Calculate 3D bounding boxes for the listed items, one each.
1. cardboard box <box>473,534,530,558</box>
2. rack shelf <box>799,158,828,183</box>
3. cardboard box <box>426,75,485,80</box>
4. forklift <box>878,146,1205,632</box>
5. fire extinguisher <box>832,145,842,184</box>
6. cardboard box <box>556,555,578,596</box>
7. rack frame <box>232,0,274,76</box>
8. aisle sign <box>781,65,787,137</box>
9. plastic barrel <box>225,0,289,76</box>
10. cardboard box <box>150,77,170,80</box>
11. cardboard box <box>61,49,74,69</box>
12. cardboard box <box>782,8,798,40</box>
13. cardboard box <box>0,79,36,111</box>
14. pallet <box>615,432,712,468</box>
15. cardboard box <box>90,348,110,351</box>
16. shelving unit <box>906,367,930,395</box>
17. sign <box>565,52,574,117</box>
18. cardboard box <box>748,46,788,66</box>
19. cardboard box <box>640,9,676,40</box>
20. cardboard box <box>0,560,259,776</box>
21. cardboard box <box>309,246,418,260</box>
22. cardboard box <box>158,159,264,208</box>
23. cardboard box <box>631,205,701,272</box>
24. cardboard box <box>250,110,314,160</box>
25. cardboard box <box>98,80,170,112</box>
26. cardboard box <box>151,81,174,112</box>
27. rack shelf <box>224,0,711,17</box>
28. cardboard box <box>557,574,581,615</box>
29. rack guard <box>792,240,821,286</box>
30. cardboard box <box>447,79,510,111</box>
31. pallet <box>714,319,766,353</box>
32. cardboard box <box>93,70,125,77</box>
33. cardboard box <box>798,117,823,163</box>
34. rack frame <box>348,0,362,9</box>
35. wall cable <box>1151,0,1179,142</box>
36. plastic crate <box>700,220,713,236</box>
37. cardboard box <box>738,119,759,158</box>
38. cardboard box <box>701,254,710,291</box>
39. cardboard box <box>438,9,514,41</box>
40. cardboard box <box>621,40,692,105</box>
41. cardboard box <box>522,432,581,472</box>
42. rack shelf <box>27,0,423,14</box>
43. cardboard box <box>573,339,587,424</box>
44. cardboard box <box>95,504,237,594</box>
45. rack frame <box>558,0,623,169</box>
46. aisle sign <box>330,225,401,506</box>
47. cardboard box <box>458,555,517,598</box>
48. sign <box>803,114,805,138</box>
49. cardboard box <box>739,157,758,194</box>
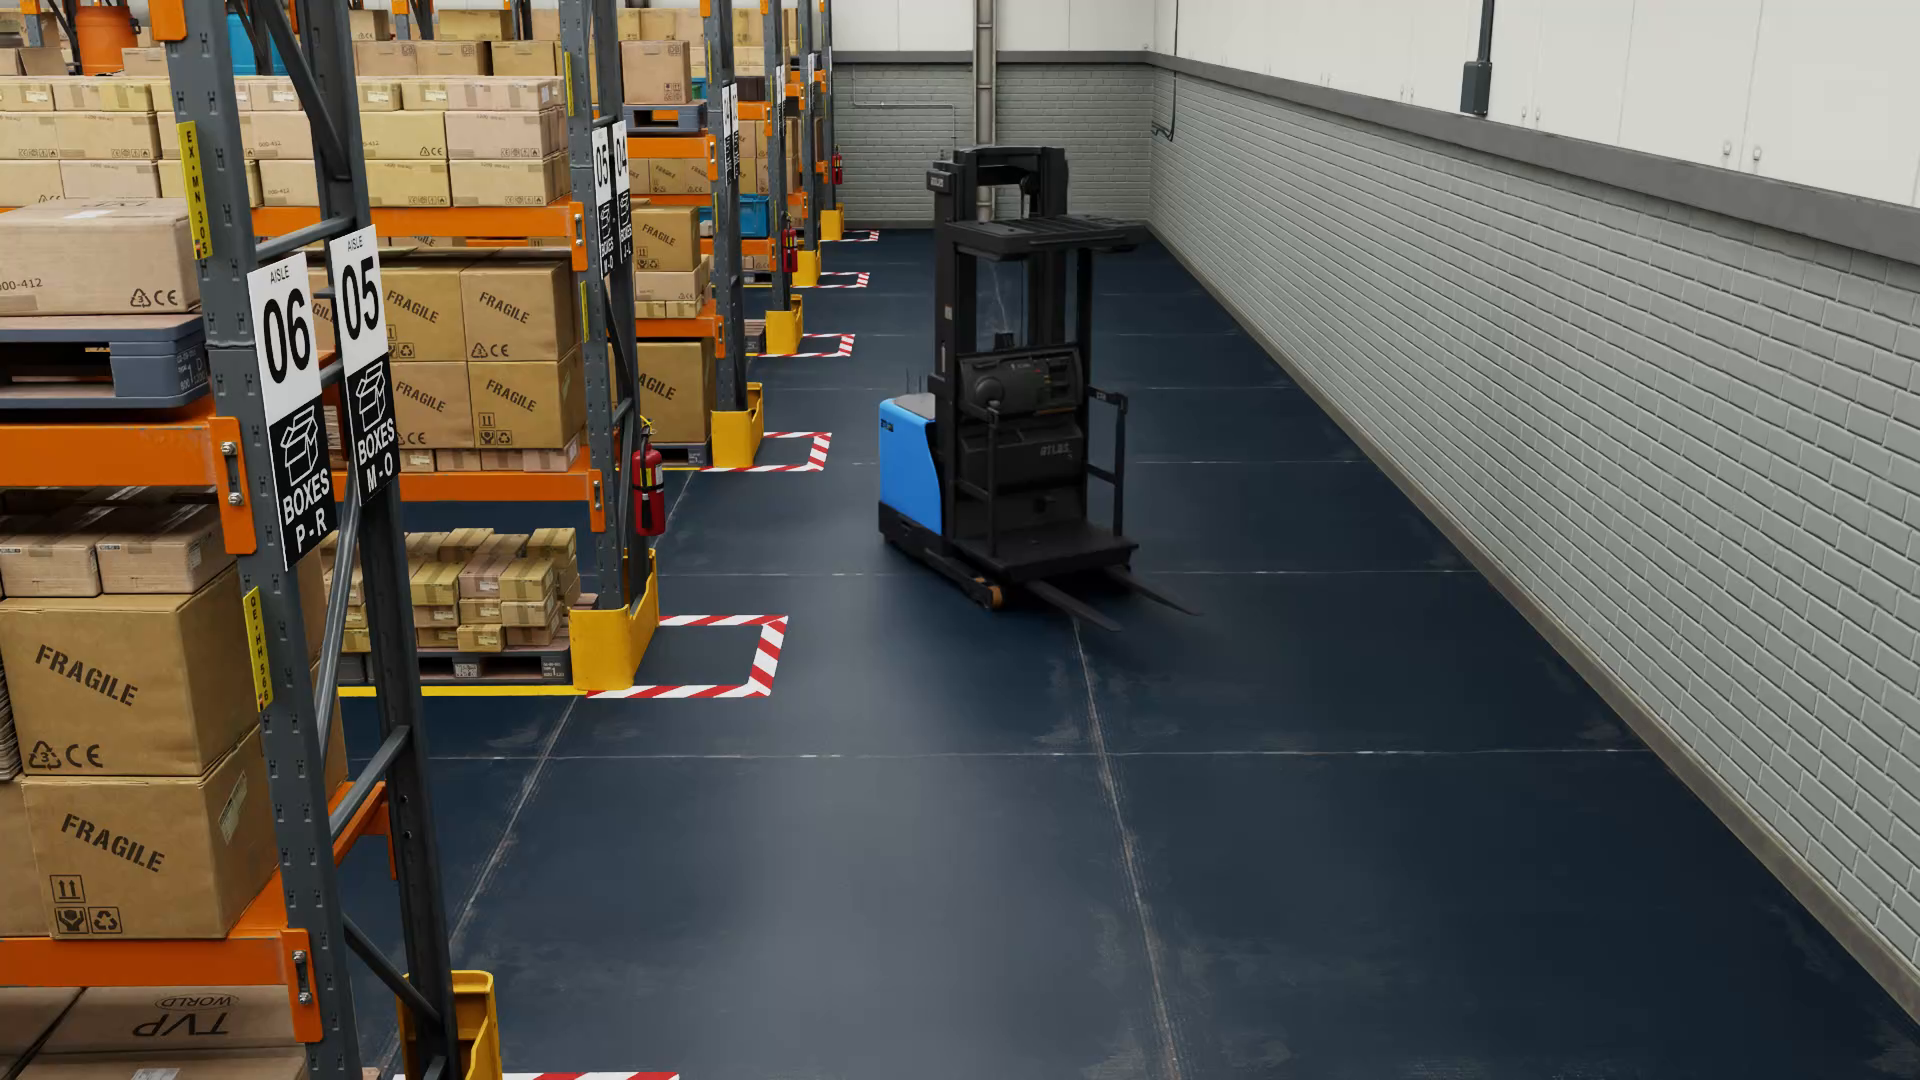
[{"bbox_3d":[-2.850,0.090,10.361,0.250,0.149,0.380,0,18,0],"label":"cardboard box"},{"bbox_3d":[-4.258,-6.422,28.835,4.000,0.370,1.077,0,18,-1],"label":"rack shelf"},{"bbox_3d":[-2.902,-2.599,9.601,0.250,0.149,0.380,0,18,-1],"label":"cardboard box"},{"bbox_3d":[0.524,-1.084,11.128,1.130,2.935,3.031,-9,20,-27],"label":"forklift"},{"bbox_3d":[-2.100,-6.420,28.387,0.183,0.674,0.296,0,18,-1],"label":"fire extinguisher"},{"bbox_3d":[-2.574,0.219,10.446,0.250,0.149,0.380,0,18,1],"label":"cardboard box"},{"bbox_3d":[-6.023,-5.073,13.631,0.127,3.000,1.000,0,18,-1],"label":"rack frame"},{"bbox_3d":[-2.035,-5.078,19.210,0.004,0.787,0.394,0,18,-1],"label":"aisle sign"},{"bbox_3d":[-7.806,-5.541,18.493,0.708,0.901,0.600,0,18,-1],"label":"plastic barrel"},{"bbox_3d":[-4.445,-2.585,9.560,0.250,0.149,0.380,0,18,-1],"label":"cardboard box"},{"bbox_3d":[-12.262,-6.751,23.330,0.500,0.250,0.500,-2,18,-6],"label":"cardboard box"},{"bbox_3d":[-2.986,-8.649,27.855,0.500,0.500,0.500,0,18,-1],"label":"cardboard box"},{"bbox_3d":[-5.229,-2.423,9.055,0.250,0.149,0.380,0,18,-1],"label":"cardboard box"},{"bbox_3d":[-2.822,-0.880,14.947,1.213,0.211,1.003,0,18,-1],"label":"pallet"},{"bbox_3d":[-4.569,-1.295,9.385,0.500,0.500,0.500,0,18,0],"label":"cardboard box"},{"bbox_3d":[-0.271,-0.706,12.784,0.189,1.200,0.258,-9,20,-27],"label":"shelving unit"},{"bbox_3d":[-2.058,-2.401,8.761,0.005,0.325,0.100,0,18,-1],"label":"sign"},{"bbox_3d":[-2.686,-6.776,23.277,0.500,0.250,0.500,0,18,-1],"label":"cardboard box"},{"bbox_3d":[-4.191,-7.221,23.435,0.500,0.500,0.700,0,18,-1],"label":"cardboard box"},{"bbox_3d":[-2.346,0.342,4.770,0.500,0.500,0.500,0,18,1],"label":"cardboard box"},{"bbox_3d":[-3.525,-1.465,9.916,0.500,0.500,0.500,-1,18,-2],"label":"cardboard box"},{"bbox_3d":[-4.035,-1.983,9.153,0.500,0.250,0.500,1,18,2],"label":"cardboard box"},{"bbox_3d":[-2.507,-2.581,14.213,0.500,0.500,0.500,0,18,0],"label":"cardboard box"},{"bbox_3d":[-3.527,-2.231,9.109,0.500,0.250,0.500,0,18,0],"label":"cardboard box"},{"bbox_3d":[-4.436,-2.405,8.999,0.250,0.149,0.380,1,18,2],"label":"cardboard box"},{"bbox_3d":[-4.175,-2.411,9.015,0.250,0.149,0.380,-1,18,-3],"label":"cardboard box"},{"bbox_3d":[-4.024,-4.550,13.832,4.000,0.370,1.077,0,18,-1],"label":"rack shelf"},{"bbox_3d":[-2.575,0.342,10.552,0.250,0.149,0.380,0,18,0],"label":"cardboard box"},{"bbox_3d":[-2.252,-4.071,24.420,0.348,0.500,1.175,0,18,-1],"label":"rack guard"},{"bbox_3d":[-2.622,-2.436,9.095,0.250,0.149,0.380,0,18,0],"label":"cardboard box"},{"bbox_3d":[-2.927,-2.429,19.773,1.213,0.211,1.003,0,18,-1],"label":"pallet"},{"bbox_3d":[-7.122,-3.825,14.108,0.500,0.311,0.500,-1,18,-3],"label":"cardboard box"},{"bbox_3d":[-2.768,-6.912,28.692,0.700,0.700,0.980,1,18,2],"label":"cardboard box"},{"bbox_3d":[-10.257,-9.593,27.719,0.127,3.000,1.000,0,18,-1],"label":"rack frame"},{"bbox_3d":[3.402,-8.071,28.058,0.112,2.526,3.097,0,18,-1],"label":"wall cable"},{"bbox_3d":[-2.915,-3.592,19.169,0.243,0.136,0.396,0,18,-1],"label":"plastic crate"},{"bbox_3d":[-3.122,-5.696,23.594,0.500,0.500,0.500,0,18,1],"label":"cardboard box"},{"bbox_3d":[-2.508,-2.386,14.835,0.500,0.250,0.500,-1,18,-2],"label":"cardboard box"},{"bbox_3d":[-4.044,-4.310,13.919,0.500,0.250,0.500,-1,18,-3],"label":"cardboard box"},{"bbox_3d":[-2.543,-3.941,13.995,0.500,0.500,0.700,-1,18,-4],"label":"cardboard box"},{"bbox_3d":[-2.368,-0.513,9.648,0.250,0.149,0.380,0,18,-1],"label":"cardboard box"},{"bbox_3d":[-8.101,-6.043,18.487,4.000,0.370,1.077,0,18,-1],"label":"rack shelf"},{"bbox_3d":[-2.500,-0.992,10.079,0.500,0.500,0.500,1,18,2],"label":"cardboard box"},{"bbox_3d":[-2.223,0.021,4.709,0.250,0.149,0.380,0,18,0],"label":"cardboard box"},{"bbox_3d":[-2.047,-3.577,8.967,0.127,3.000,1.000,0,18,-1],"label":"rack frame"},{"bbox_3d":[-1.800,-0.536,5.052,0.004,0.787,0.394,0,18,-1],"label":"aisle sign"},{"bbox_3d":[-2.824,0.217,9.965,0.250,0.149,0.380,0,18,0],"label":"cardboard box"},{"bbox_3d":[-2.188,-5.794,23.285,0.005,0.325,0.100,0,18,-1],"label":"sign"},{"bbox_3d":[-3.139,-5.220,23.747,0.500,0.500,0.500,0,18,0],"label":"cardboard box"}]
